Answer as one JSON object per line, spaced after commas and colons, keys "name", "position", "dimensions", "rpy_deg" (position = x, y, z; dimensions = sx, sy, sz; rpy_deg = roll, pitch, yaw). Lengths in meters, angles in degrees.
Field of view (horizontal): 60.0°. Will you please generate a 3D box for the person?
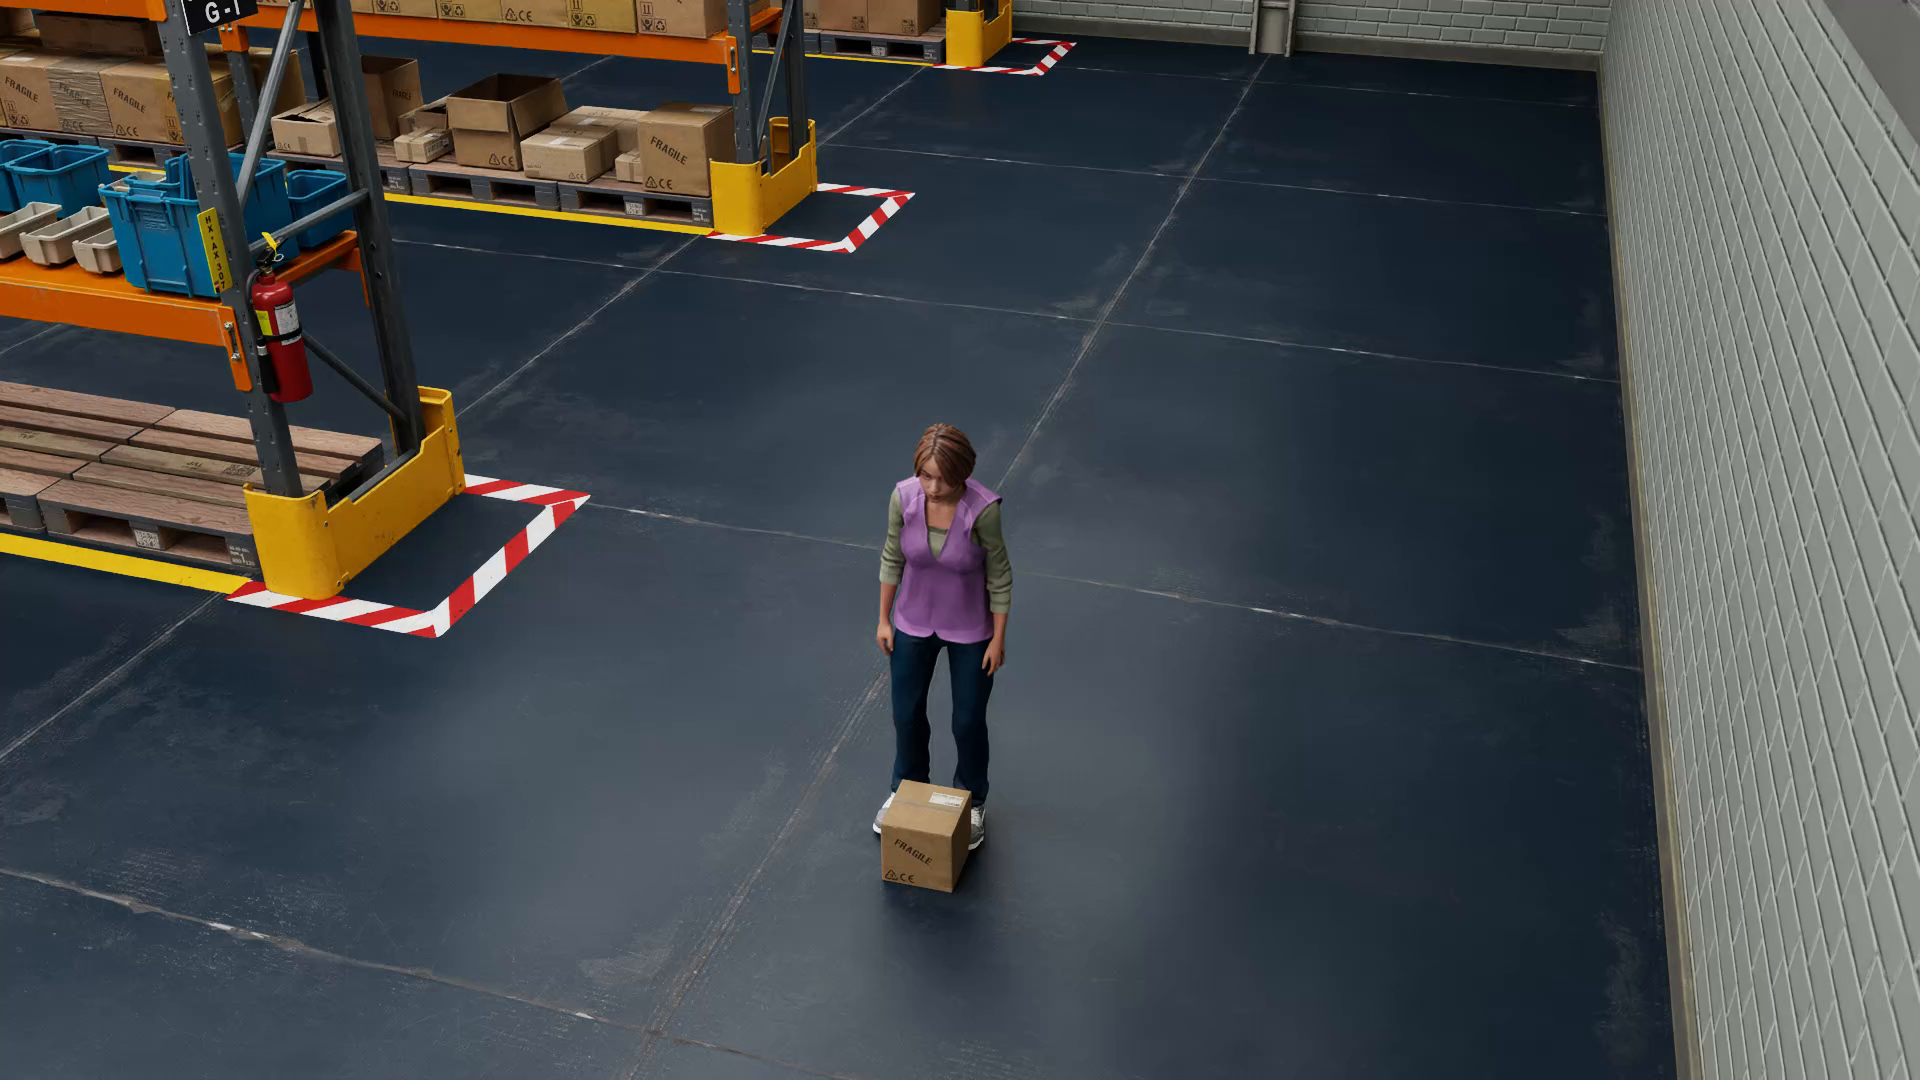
{"name": "person", "position": [-0.054, 0.401, 5.641], "dimensions": [0.460, 1.388, 0.341], "rpy_deg": [8, 31, 14]}
